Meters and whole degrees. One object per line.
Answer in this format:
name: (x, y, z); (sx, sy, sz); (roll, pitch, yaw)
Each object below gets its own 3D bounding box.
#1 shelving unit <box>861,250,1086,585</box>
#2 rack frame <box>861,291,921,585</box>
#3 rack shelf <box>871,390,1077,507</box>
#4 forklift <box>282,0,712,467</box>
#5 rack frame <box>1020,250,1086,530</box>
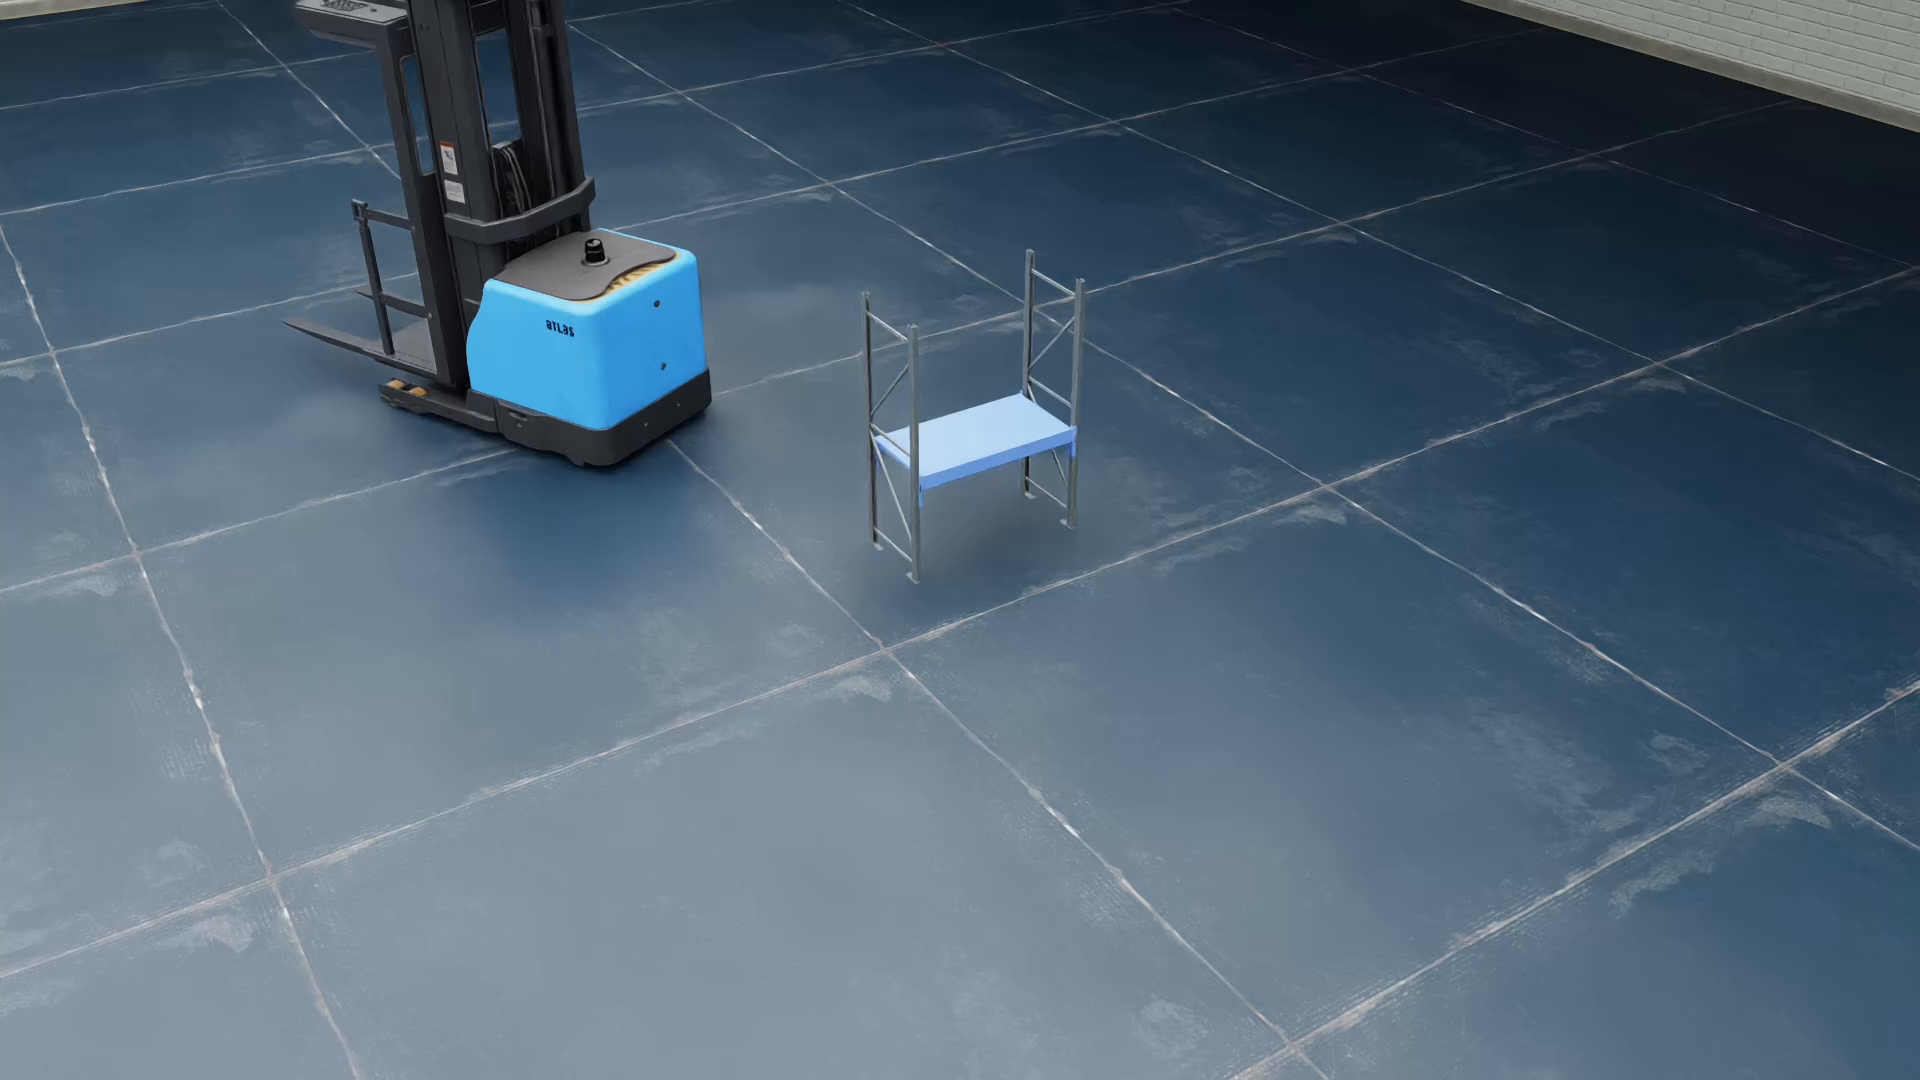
shelving unit: (0.072, -0.659, 8.889); (1.048, 1.500, 0.538); (-19, 37, -27)
rack frame: (-0.356, -0.512, 8.656); (0.032, 1.500, 0.500); (-19, 37, -27)
rack shelf: (0.072, -0.507, 8.985); (1.000, 0.185, 0.538); (-19, 37, -27)
forklift: (-3.091, -2.255, 10.078); (3.031, 2.935, 1.130); (18, 37, 26)
rack frame: (0.499, -0.806, 9.122); (0.032, 1.500, 0.500); (-19, 37, -27)
